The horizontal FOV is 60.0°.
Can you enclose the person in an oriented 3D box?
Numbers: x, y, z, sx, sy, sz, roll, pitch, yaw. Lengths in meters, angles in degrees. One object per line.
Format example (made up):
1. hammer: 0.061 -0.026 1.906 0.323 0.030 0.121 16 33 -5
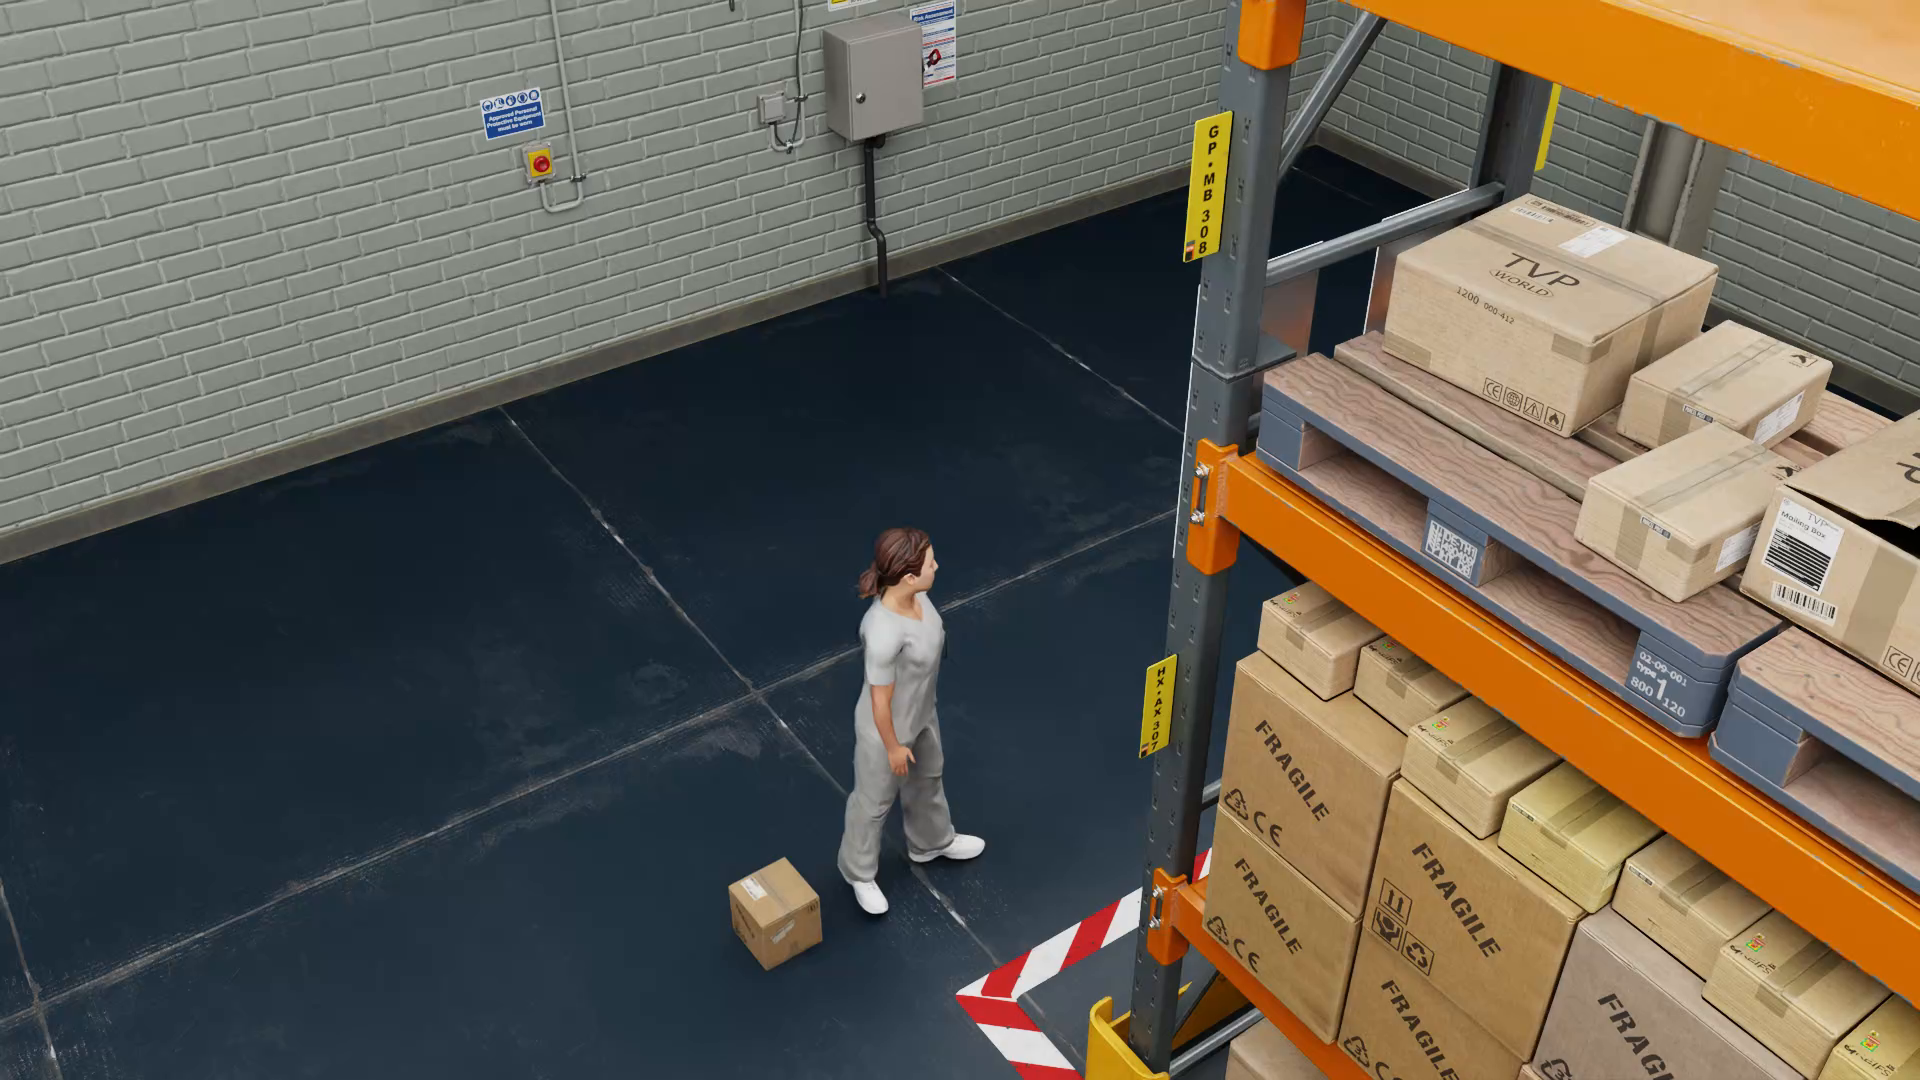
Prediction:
1. person: -0.212 0.657 6.089 0.514 1.670 0.498 11 38 15
